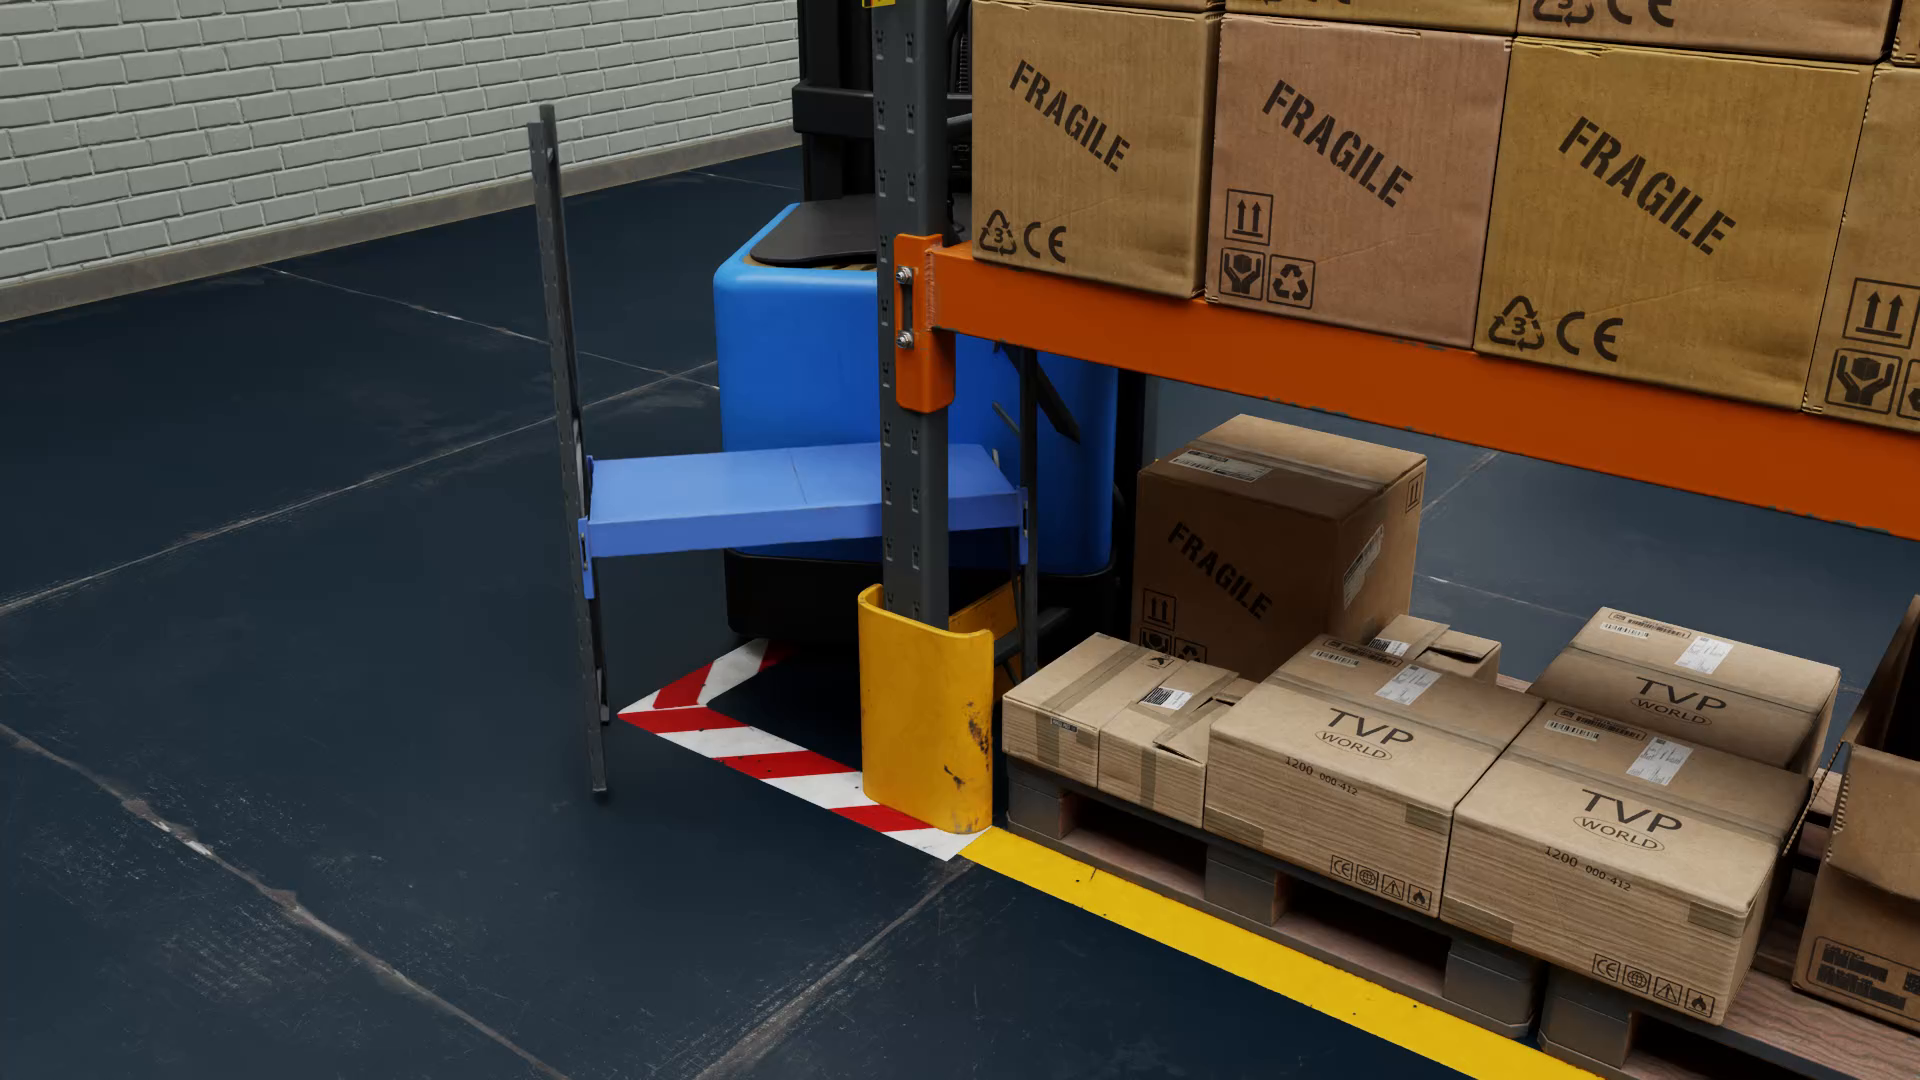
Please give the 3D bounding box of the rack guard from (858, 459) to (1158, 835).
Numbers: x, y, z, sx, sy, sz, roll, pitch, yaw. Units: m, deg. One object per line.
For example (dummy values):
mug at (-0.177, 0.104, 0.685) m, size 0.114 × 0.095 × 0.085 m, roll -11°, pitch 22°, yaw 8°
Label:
rack guard at (0.233, 0.215, 4.141) m, size 0.348 × 0.500 × 1.175 m, roll 17°, pitch 29°, yaw 33°

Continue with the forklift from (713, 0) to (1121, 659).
forklift at (0.092, -1.590, 5.223) m, size 1.130 × 2.935 × 3.031 m, roll 3°, pitch 24°, yaw 8°

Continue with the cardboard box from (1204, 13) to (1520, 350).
cardboard box at (0.786, -0.677, 2.943) m, size 0.500 × 0.500 × 0.500 m, roll 16°, pitch 29°, yaw 33°

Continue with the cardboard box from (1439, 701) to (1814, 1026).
cardboard box at (1.238, 0.575, 3.089) m, size 0.500 × 0.250 × 0.500 m, roll 17°, pitch 29°, yaw 33°

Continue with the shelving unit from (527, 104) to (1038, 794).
shelving unit at (-0.385, -0.245, 3.894) m, size 1.048 × 1.500 × 0.538 m, roll -4°, pitch 19°, yaw -10°

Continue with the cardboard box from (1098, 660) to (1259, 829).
cardboard box at (0.502, 0.421, 3.543) m, size 0.250 × 0.166 × 0.380 m, roll 17°, pitch 29°, yaw 33°

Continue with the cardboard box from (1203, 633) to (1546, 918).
cardboard box at (0.838, 0.454, 3.364) m, size 0.500 × 0.250 × 0.500 m, roll 17°, pitch 29°, yaw 33°

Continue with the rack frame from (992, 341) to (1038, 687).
rack frame at (0.114, -0.283, 3.980) m, size 0.032 × 1.500 × 0.500 m, roll -4°, pitch 19°, yaw -10°

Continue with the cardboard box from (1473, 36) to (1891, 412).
cardboard box at (1.186, -0.555, 2.665) m, size 0.500 × 0.500 × 0.500 m, roll 17°, pitch 29°, yaw 33°

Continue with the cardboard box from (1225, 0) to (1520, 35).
cardboard box at (0.793, -1.134, 2.739) m, size 0.500 × 0.500 × 0.500 m, roll 17°, pitch 29°, yaw 34°

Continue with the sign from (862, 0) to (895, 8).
sign at (-0.153, -1.168, 3.107) m, size 0.005 × 0.325 × 0.100 m, roll 17°, pitch 29°, yaw 33°

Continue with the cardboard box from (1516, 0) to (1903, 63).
cardboard box at (1.190, -1.011, 2.461) m, size 0.500 × 0.500 × 0.500 m, roll 17°, pitch 29°, yaw 34°

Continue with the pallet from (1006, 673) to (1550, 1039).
pallet at (0.872, 0.540, 3.762) m, size 1.213 × 0.211 × 1.003 m, roll 17°, pitch 29°, yaw 33°

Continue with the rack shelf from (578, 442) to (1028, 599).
rack shelf at (-0.383, -0.075, 3.953) m, size 1.000 × 0.185 × 0.538 m, roll -4°, pitch 19°, yaw -10°

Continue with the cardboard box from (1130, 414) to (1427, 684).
cardboard box at (0.756, 0.048, 3.976) m, size 0.500 × 0.500 × 0.500 m, roll 17°, pitch 29°, yaw 33°

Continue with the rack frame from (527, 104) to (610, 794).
rack frame at (-0.885, -0.207, 3.809) m, size 0.032 × 1.500 × 0.500 m, roll -4°, pitch 19°, yaw -10°

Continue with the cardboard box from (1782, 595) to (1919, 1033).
cardboard box at (1.867, 0.509, 2.925) m, size 0.637 × 0.503 × 0.797 m, roll 17°, pitch 29°, yaw 33°

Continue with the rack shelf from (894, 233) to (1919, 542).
rack shelf at (1.773, -0.134, 2.726) m, size 4.000 × 0.370 × 1.077 m, roll 17°, pitch 29°, yaw 33°

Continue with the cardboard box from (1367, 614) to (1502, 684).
cardboard box at (1.026, 0.327, 3.755) m, size 0.250 × 0.166 × 0.380 m, roll 17°, pitch 29°, yaw 33°

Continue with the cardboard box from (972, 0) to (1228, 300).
cardboard box at (0.370, -0.800, 3.222) m, size 0.500 × 0.500 × 0.500 m, roll 18°, pitch 29°, yaw 34°

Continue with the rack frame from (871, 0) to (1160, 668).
rack frame at (0.173, -0.947, 3.679) m, size 0.127 × 3.000 × 1.000 m, roll 17°, pitch 29°, yaw 33°

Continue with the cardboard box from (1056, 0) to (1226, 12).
cardboard box at (0.370, -1.258, 3.020) m, size 0.500 × 0.500 × 0.500 m, roll 18°, pitch 29°, yaw 35°

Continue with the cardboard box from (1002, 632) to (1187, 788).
cardboard box at (0.302, 0.369, 3.683) m, size 0.250 × 0.149 × 0.380 m, roll 17°, pitch 29°, yaw 33°

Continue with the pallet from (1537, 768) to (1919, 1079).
pallet at (1.844, 0.835, 3.092) m, size 1.213 × 0.211 × 1.003 m, roll 17°, pitch 29°, yaw 33°

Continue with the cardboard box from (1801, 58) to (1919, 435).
cardboard box at (1.585, -0.433, 2.389) m, size 0.500 × 0.500 × 0.500 m, roll 17°, pitch 29°, yaw 34°

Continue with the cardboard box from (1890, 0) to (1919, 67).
cardboard box at (1.597, -0.889, 2.183) m, size 0.500 × 0.500 × 0.500 m, roll 17°, pitch 29°, yaw 33°

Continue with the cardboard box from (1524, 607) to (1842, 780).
cardboard box at (1.498, 0.402, 3.483) m, size 0.500 × 0.250 × 0.500 m, roll 17°, pitch 29°, yaw 33°
